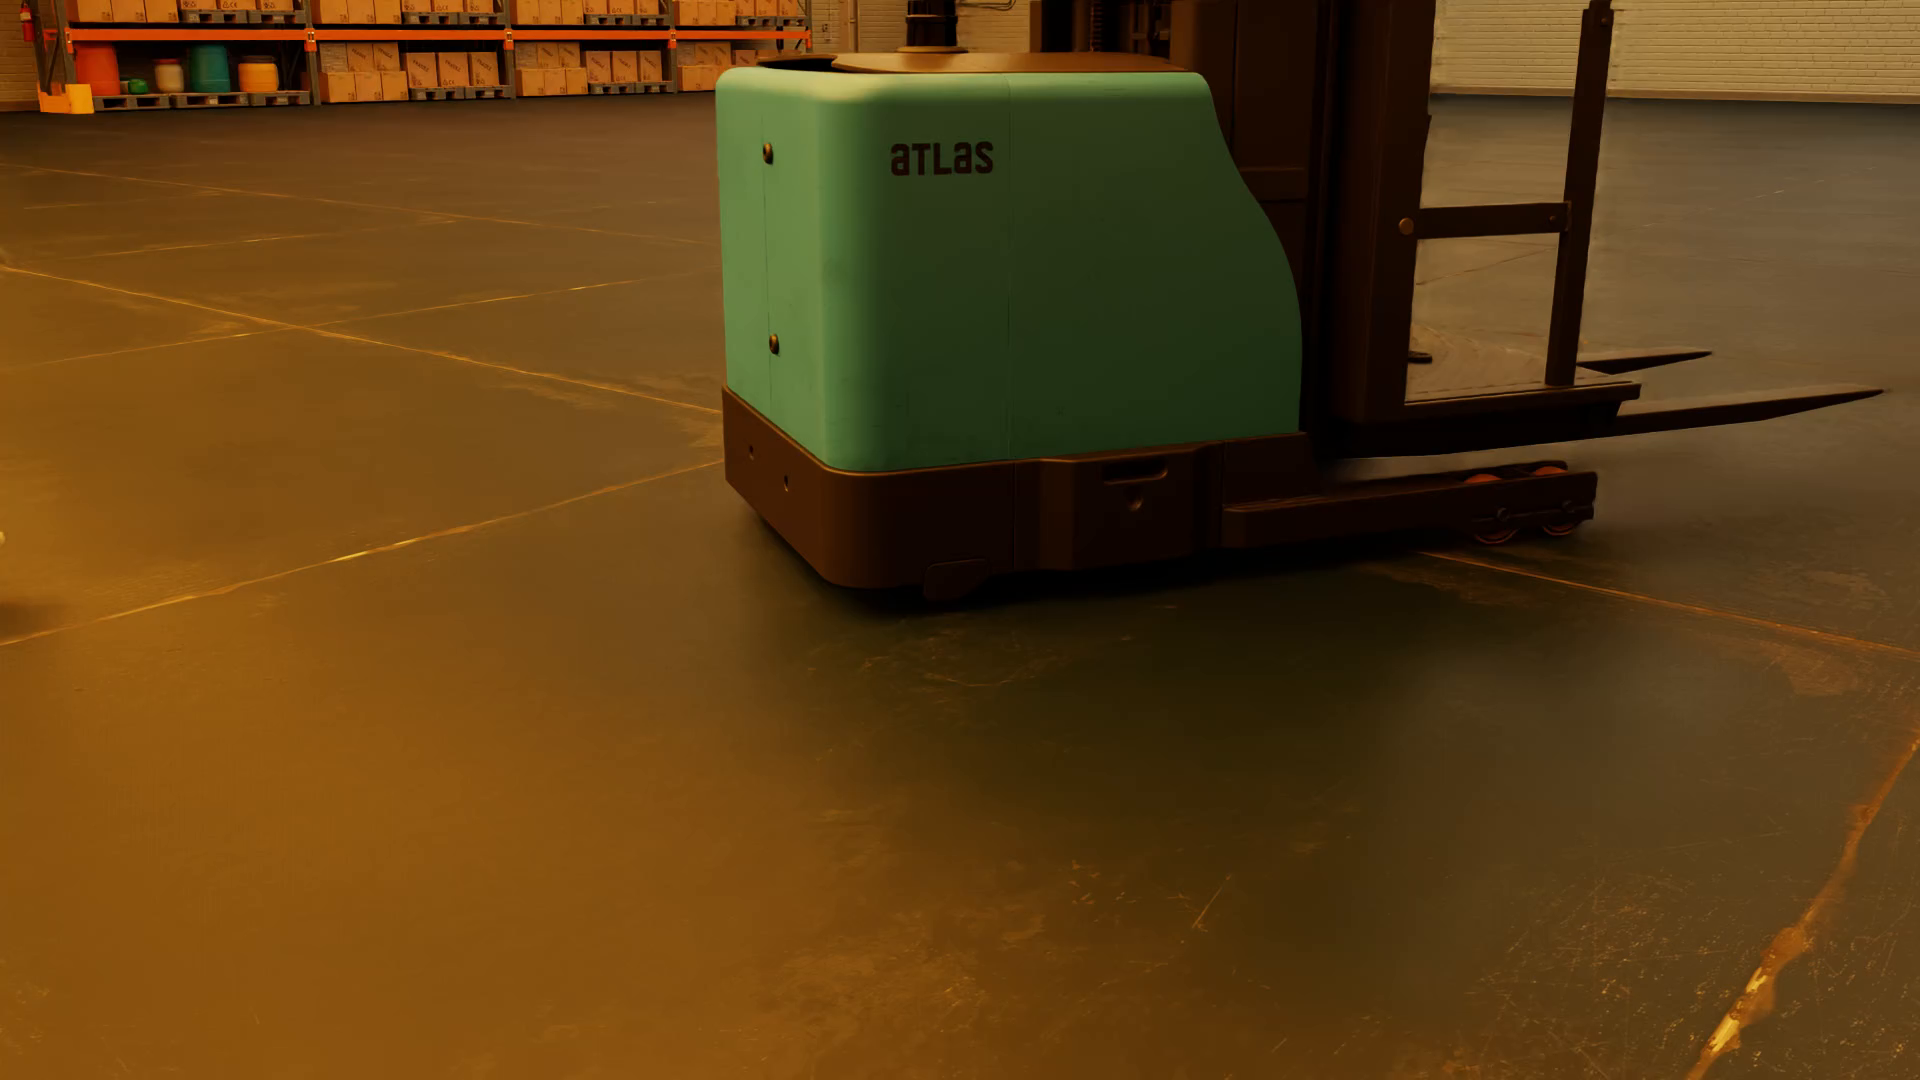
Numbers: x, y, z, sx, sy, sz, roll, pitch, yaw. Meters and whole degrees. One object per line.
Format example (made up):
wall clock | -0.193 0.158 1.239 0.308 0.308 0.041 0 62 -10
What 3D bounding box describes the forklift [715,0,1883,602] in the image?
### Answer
forklift | 0.978 -1.526 3.924 3.031 2.935 1.130 -6 18 -20
